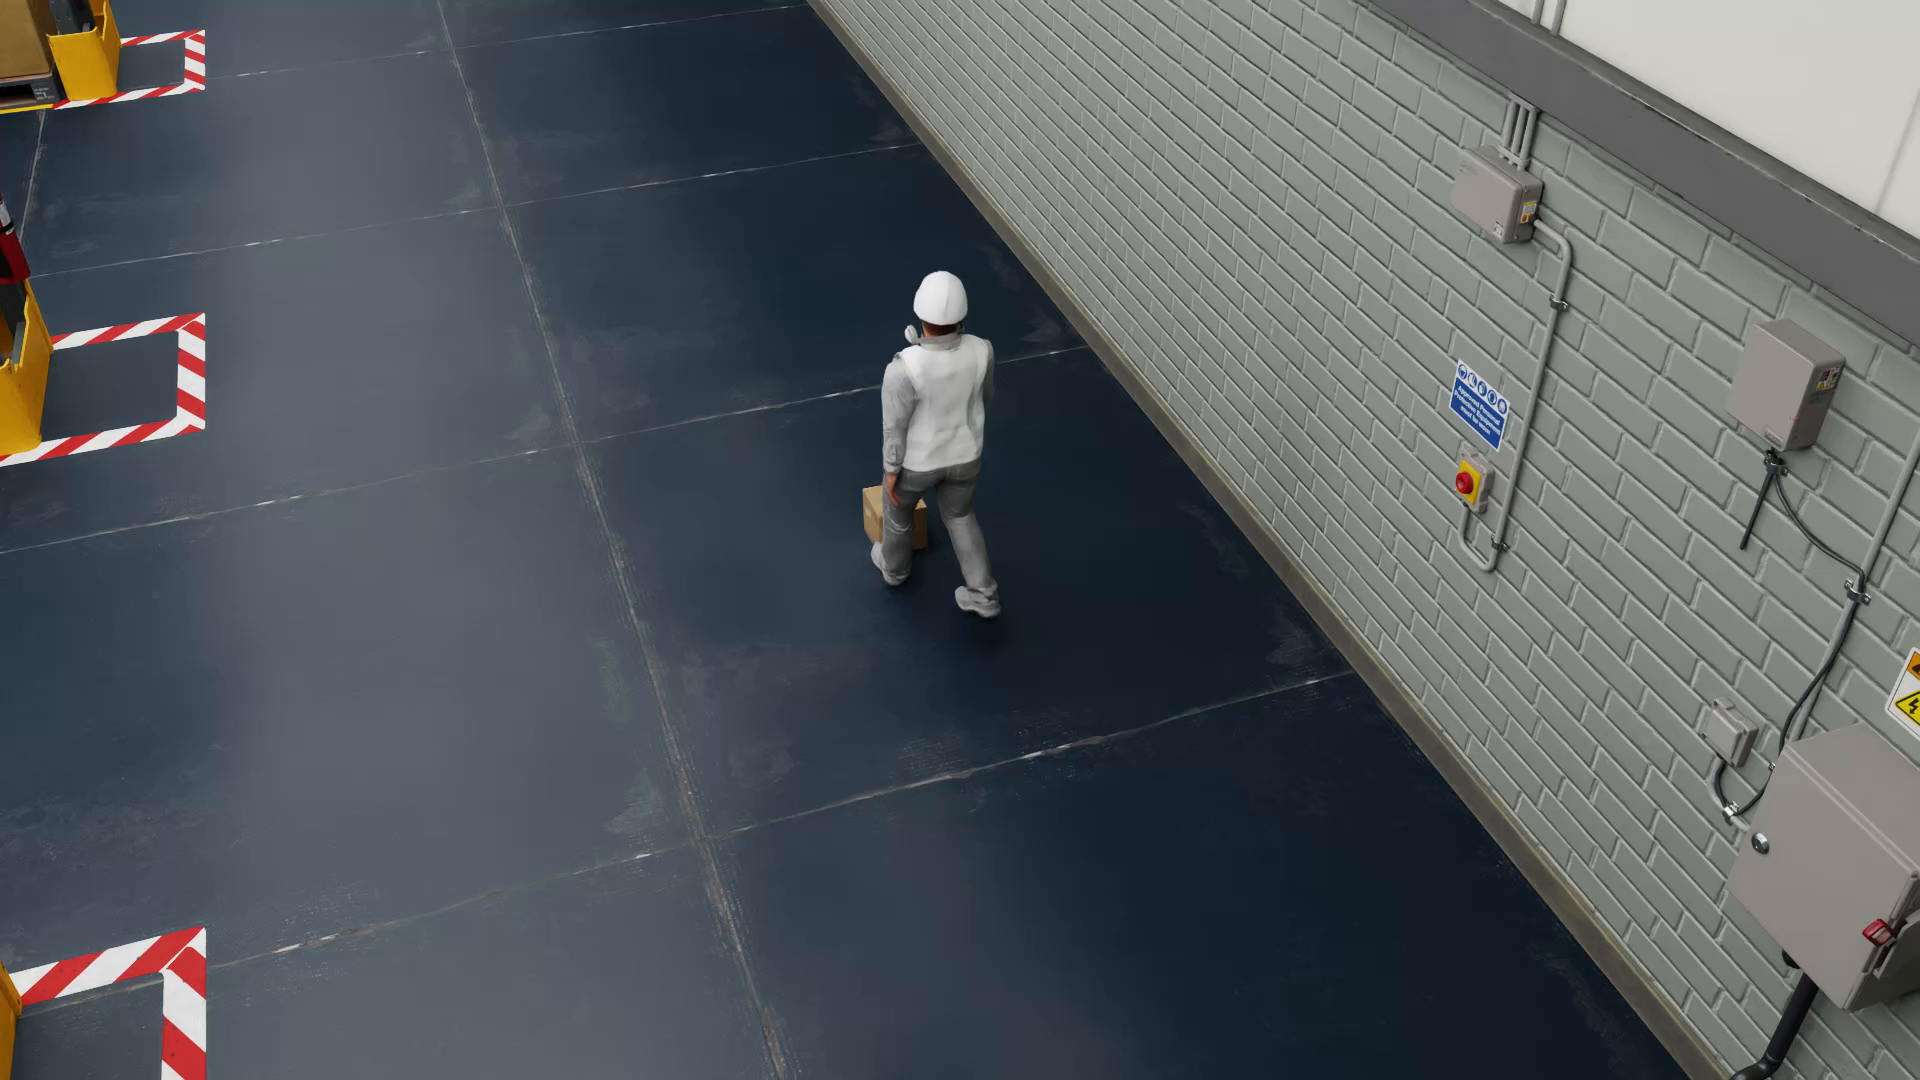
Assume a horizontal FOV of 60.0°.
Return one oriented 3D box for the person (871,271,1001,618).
[{"bbox_3d":[-0.121,-0.433,7.342,0.549,1.747,0.844,-15,40,-19],"label":"person"}]
